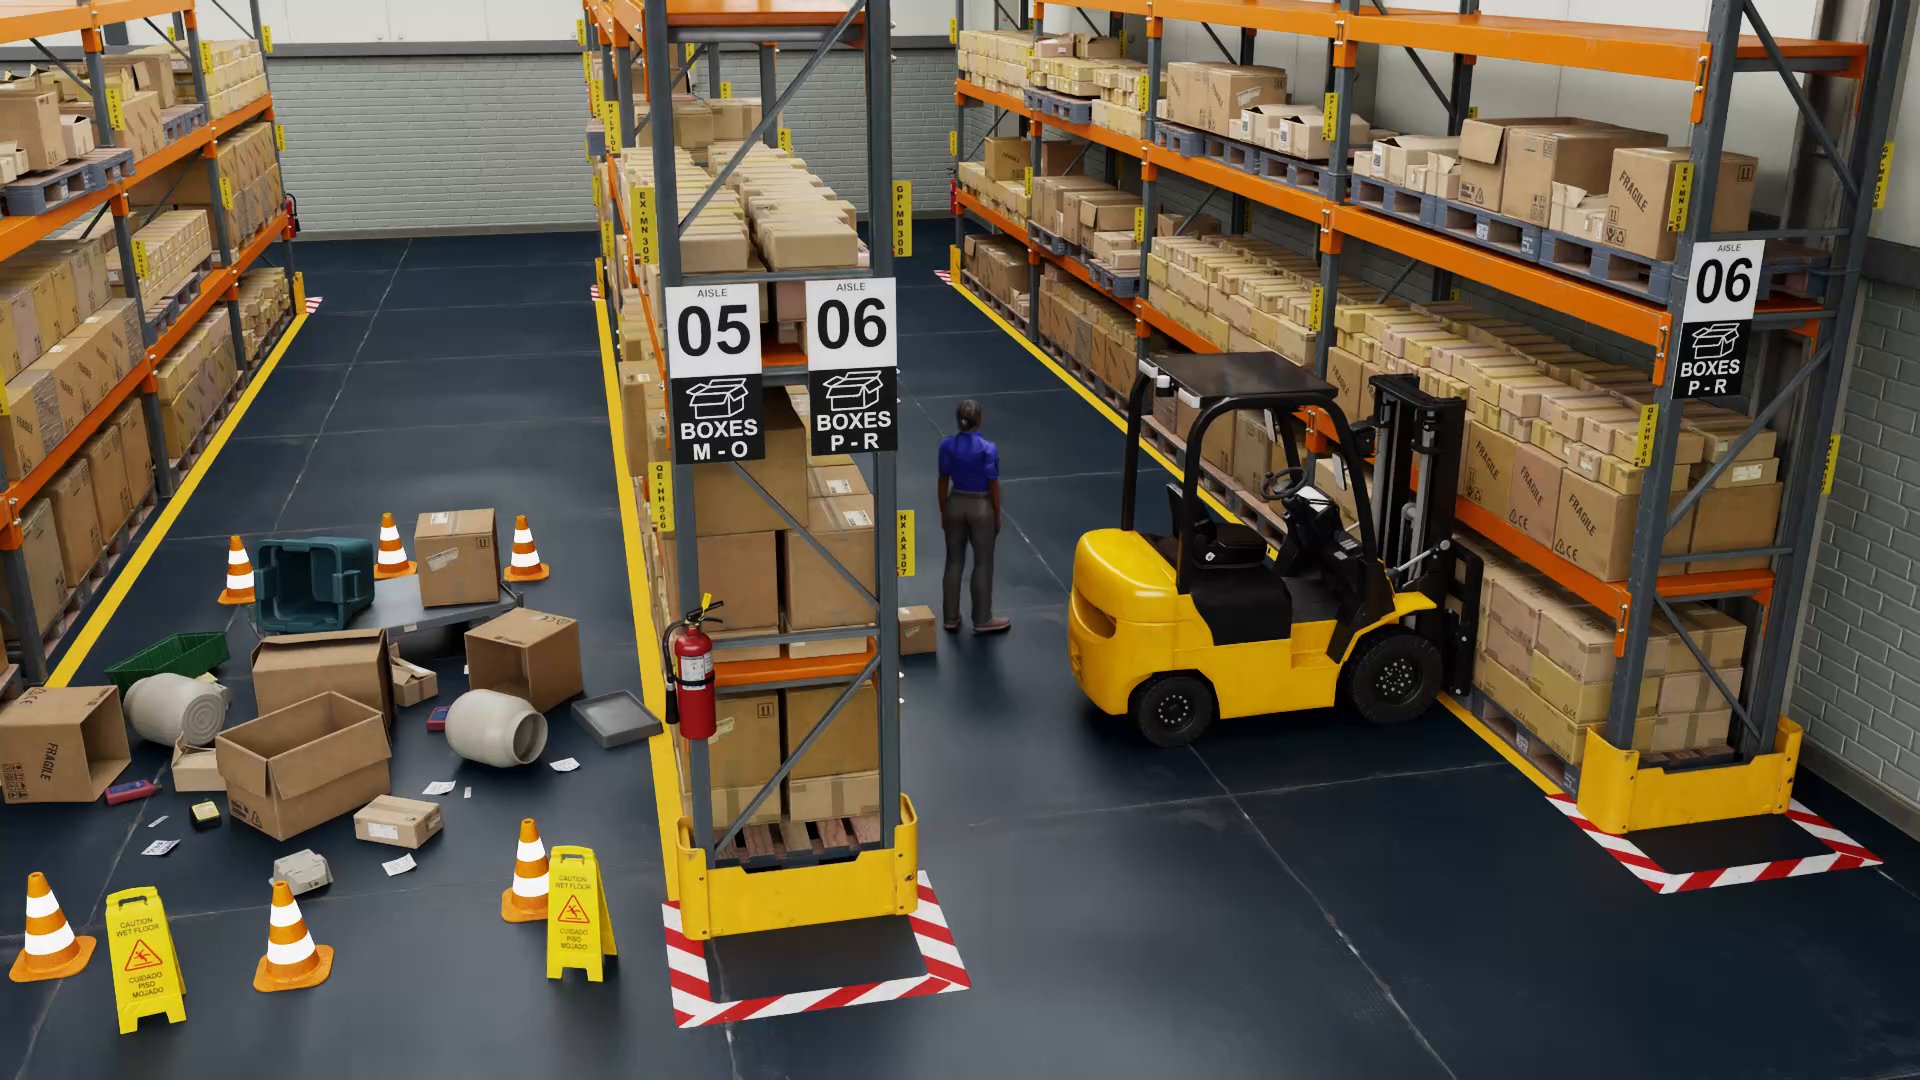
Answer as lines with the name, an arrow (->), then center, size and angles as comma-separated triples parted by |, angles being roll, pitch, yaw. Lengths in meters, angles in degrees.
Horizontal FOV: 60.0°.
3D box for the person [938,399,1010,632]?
person -> 0.094, -0.173, 11.513 | 0.507, 1.658, 0.297 | 7, 21, 18
